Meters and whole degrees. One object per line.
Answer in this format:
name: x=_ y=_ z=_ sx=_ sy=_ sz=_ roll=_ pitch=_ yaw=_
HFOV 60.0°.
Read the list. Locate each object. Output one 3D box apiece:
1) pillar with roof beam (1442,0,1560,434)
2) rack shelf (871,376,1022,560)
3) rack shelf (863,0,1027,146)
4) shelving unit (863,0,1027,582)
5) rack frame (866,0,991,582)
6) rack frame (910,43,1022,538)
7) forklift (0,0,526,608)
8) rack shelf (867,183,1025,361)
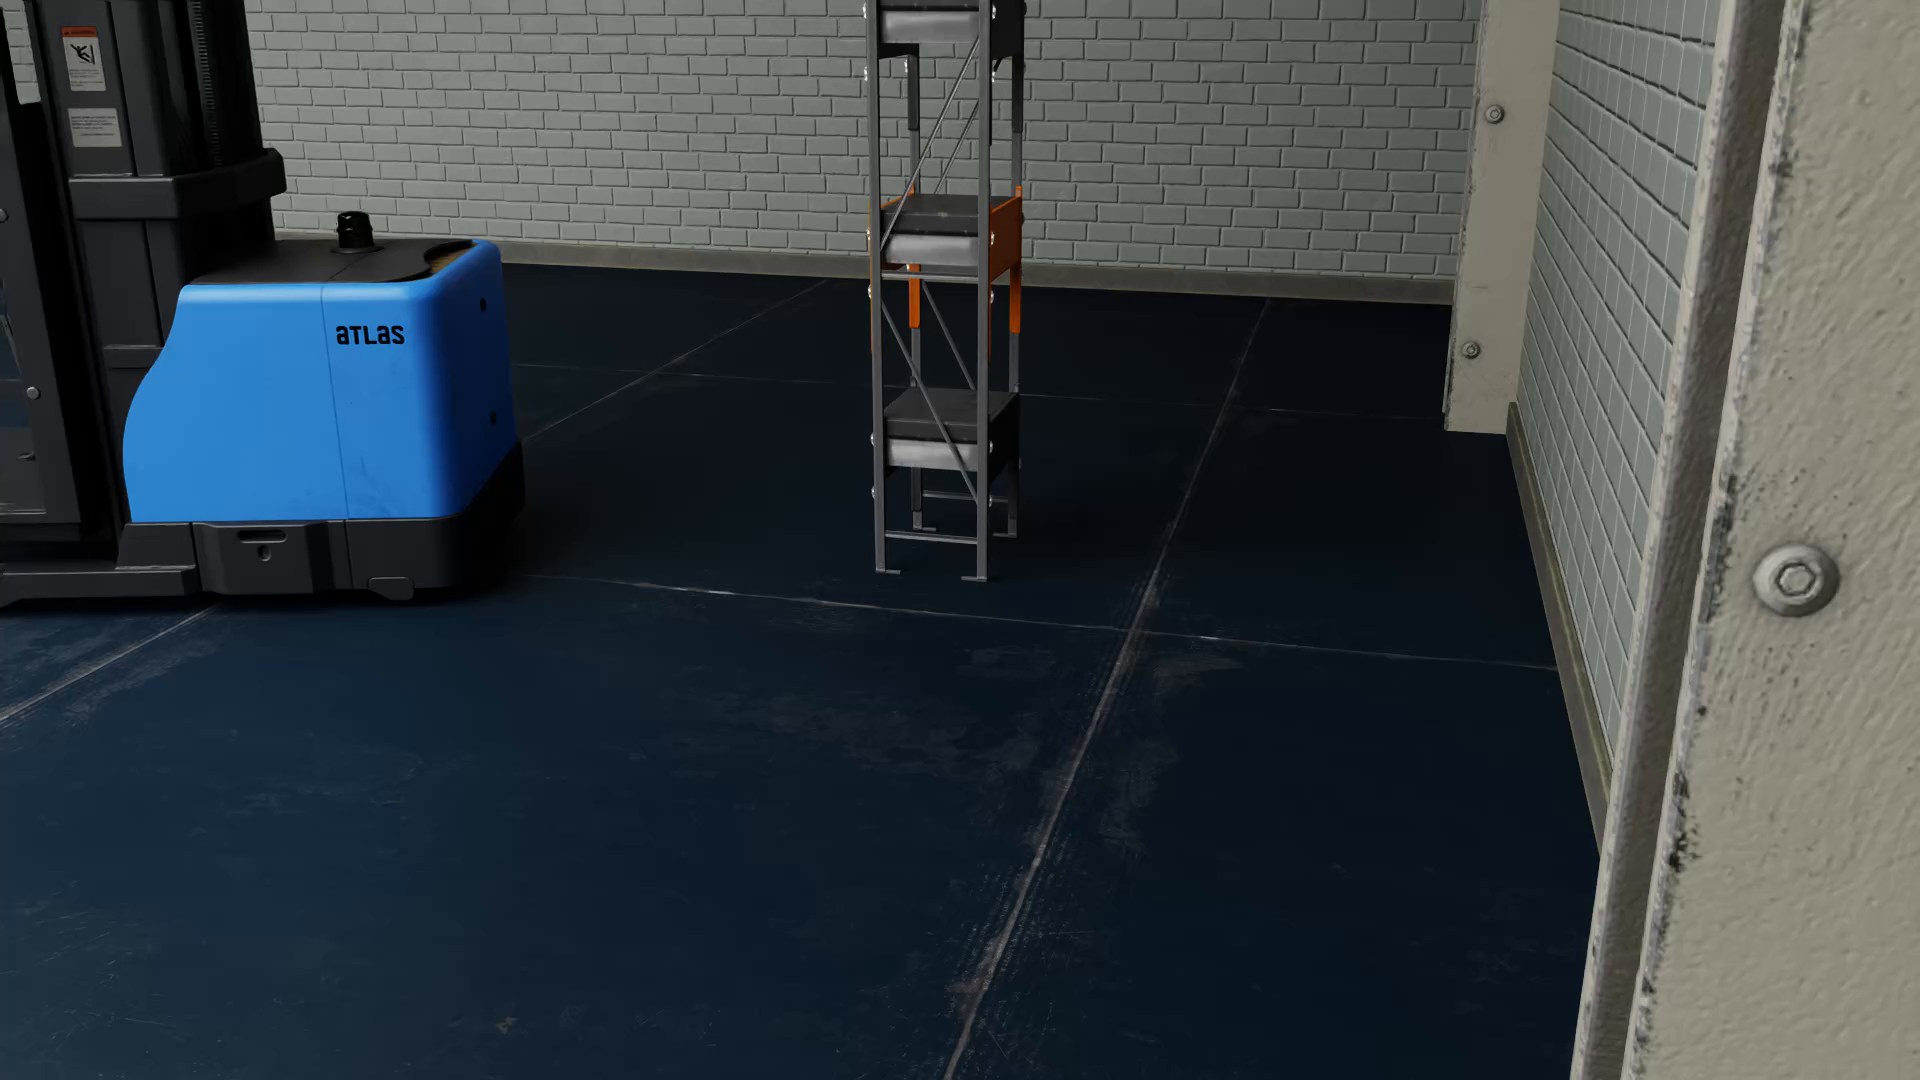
pillar with roof beam: x=-1.743 y=-5.154 z=7.355 sx=9.100 sy=9.000 sz=0.400 roll=5 pitch=19 yaw=13
rack shelf: x=-0.040 y=-0.266 z=5.927 sx=0.431 sy=0.518 sz=0.480 roll=5 pitch=19 yaw=13
rack shelf: x=-0.040 y=-1.591 z=5.474 sx=0.431 sy=0.518 sz=0.480 roll=5 pitch=19 yaw=13
shelving unit: x=-0.040 y=-0.942 z=5.696 sx=0.431 sy=2.100 sz=0.503 roll=5 pitch=19 yaw=13
rack frame: x=-0.100 y=-0.865 z=5.472 sx=0.400 sy=2.100 sz=0.015 roll=5 pitch=19 yaw=13
rack frame: x=0.019 y=-1.018 z=5.920 sx=0.400 sy=2.100 sz=0.015 roll=5 pitch=19 yaw=13
forklift: x=-3.162 y=-1.307 z=5.479 sx=3.031 sy=2.935 sz=1.130 roll=-1 pitch=19 yaw=-3
rack shelf: x=-0.040 y=-0.929 z=5.701 sx=0.431 sy=0.518 sz=0.480 roll=5 pitch=19 yaw=13
